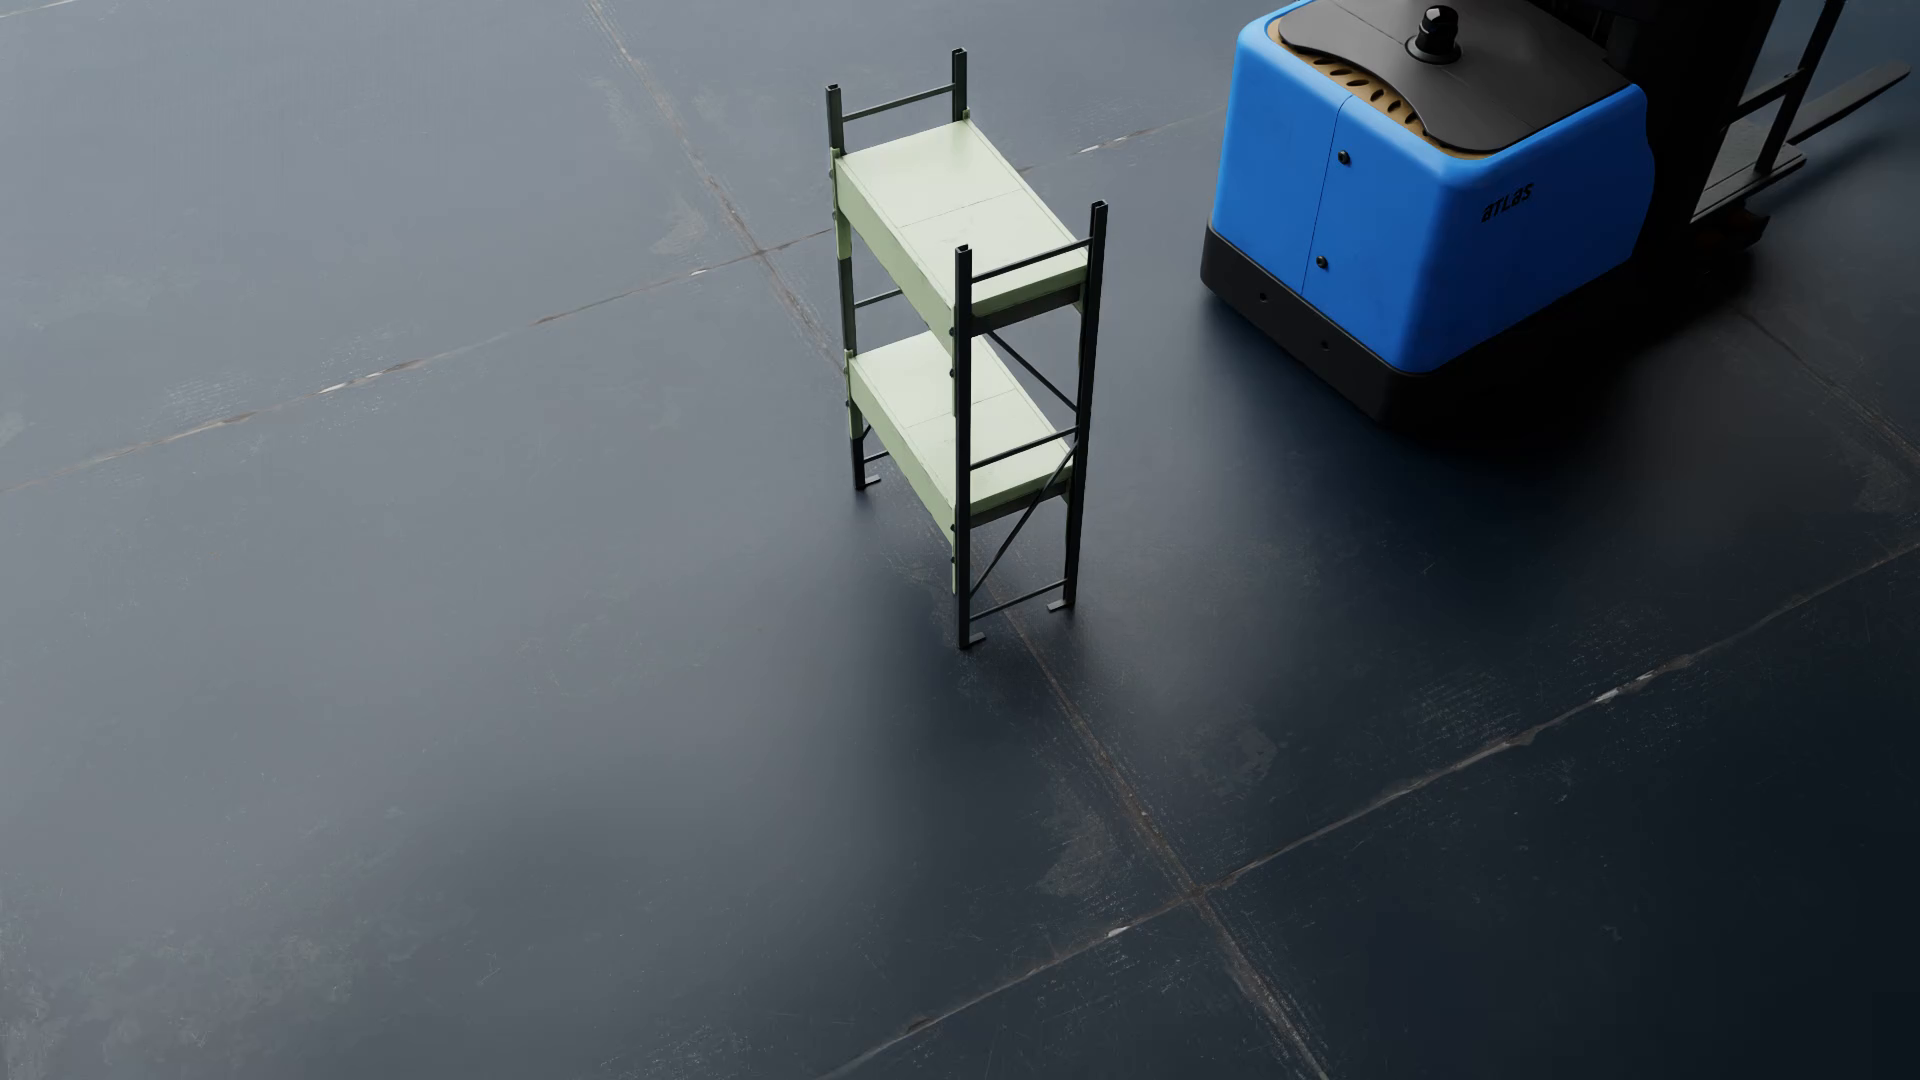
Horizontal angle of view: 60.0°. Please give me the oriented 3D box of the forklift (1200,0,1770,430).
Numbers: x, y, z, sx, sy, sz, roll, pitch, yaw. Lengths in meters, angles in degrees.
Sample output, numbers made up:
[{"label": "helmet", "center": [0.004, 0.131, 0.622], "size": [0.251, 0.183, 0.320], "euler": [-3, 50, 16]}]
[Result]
[{"label": "forklift", "center": [2.357, -2.233, 5.256], "size": [3.031, 2.935, 1.130], "euler": [-29, 55, -23]}]

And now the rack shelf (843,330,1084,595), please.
[{"label": "rack shelf", "center": [0.003, -0.275, 4.927], "size": [0.431, 0.370, 0.720], "euler": [-21, 52, -18]}]

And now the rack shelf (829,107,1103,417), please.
[{"label": "rack shelf", "center": [0.003, -0.746, 4.388], "size": [0.431, 0.370, 0.720], "euler": [-21, 52, -18]}]

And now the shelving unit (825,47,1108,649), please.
[{"label": "shelving unit", "center": [0.003, -0.489, 4.682], "size": [0.431, 1.500, 0.755], "euler": [-21, 52, -18]}]

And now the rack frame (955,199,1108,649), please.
[{"label": "rack frame", "center": [0.171, -0.244, 4.467], "size": [0.400, 1.500, 0.023], "euler": [-21, 52, -18]}]

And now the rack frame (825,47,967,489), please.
[{"label": "rack frame", "center": [-0.164, -0.734, 4.896], "size": [0.400, 1.500, 0.023], "euler": [-21, 52, -18]}]
